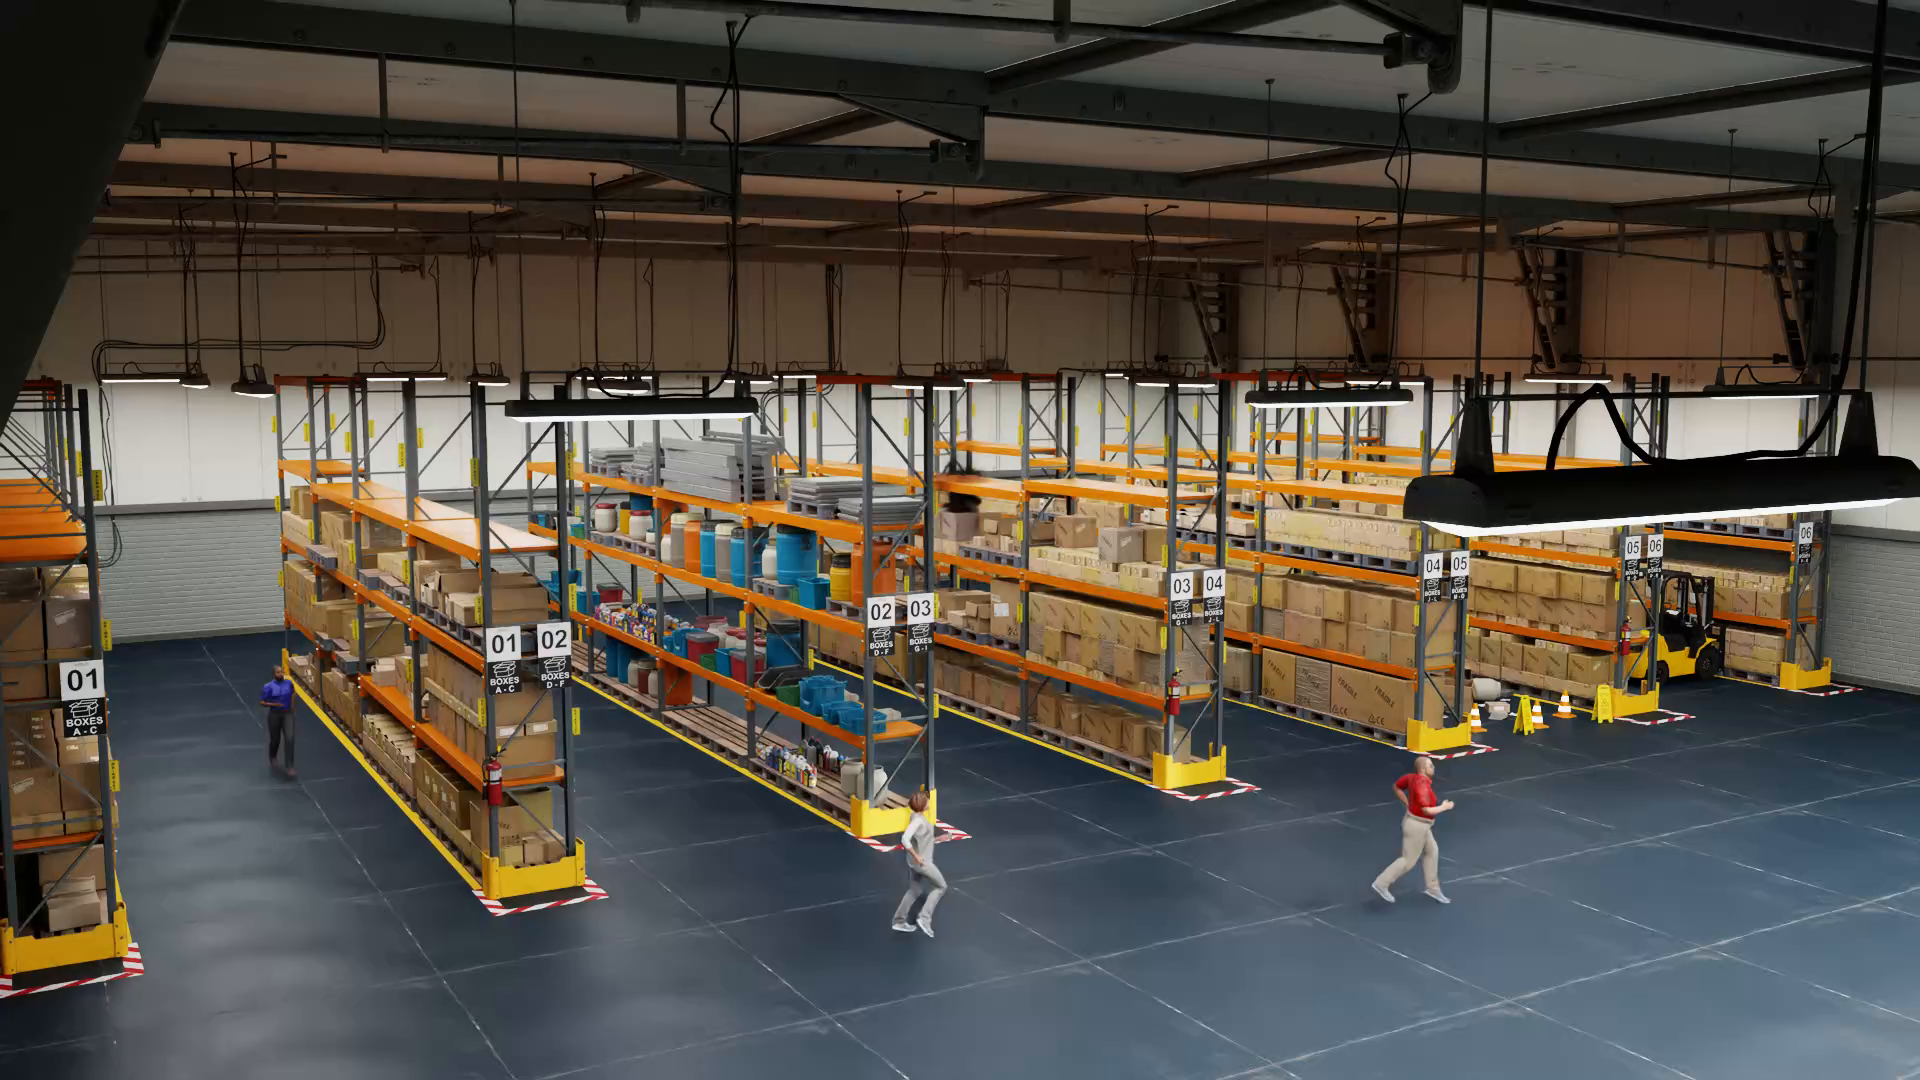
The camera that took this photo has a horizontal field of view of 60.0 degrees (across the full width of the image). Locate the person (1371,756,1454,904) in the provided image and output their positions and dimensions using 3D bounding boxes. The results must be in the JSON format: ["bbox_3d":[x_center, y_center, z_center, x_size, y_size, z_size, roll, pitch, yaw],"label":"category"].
[{"bbox_3d":[5.246,3.374,19.288,0.955,1.768,0.672,1,6,5],"label":"person"}]

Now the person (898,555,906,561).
[{"bbox_3d":[-1.514,1.190,39.710,0.681,1.688,0.667,-2,7,-18],"label":"person"}]

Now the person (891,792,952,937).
[{"bbox_3d":[-0.418,3.548,18.192,0.672,1.604,0.504,-1,6,-13],"label":"person"}]

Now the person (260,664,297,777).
[{"bbox_3d":[-10.344,2.715,25.319,0.578,1.660,0.870,-5,8,-37],"label":"person"}]
